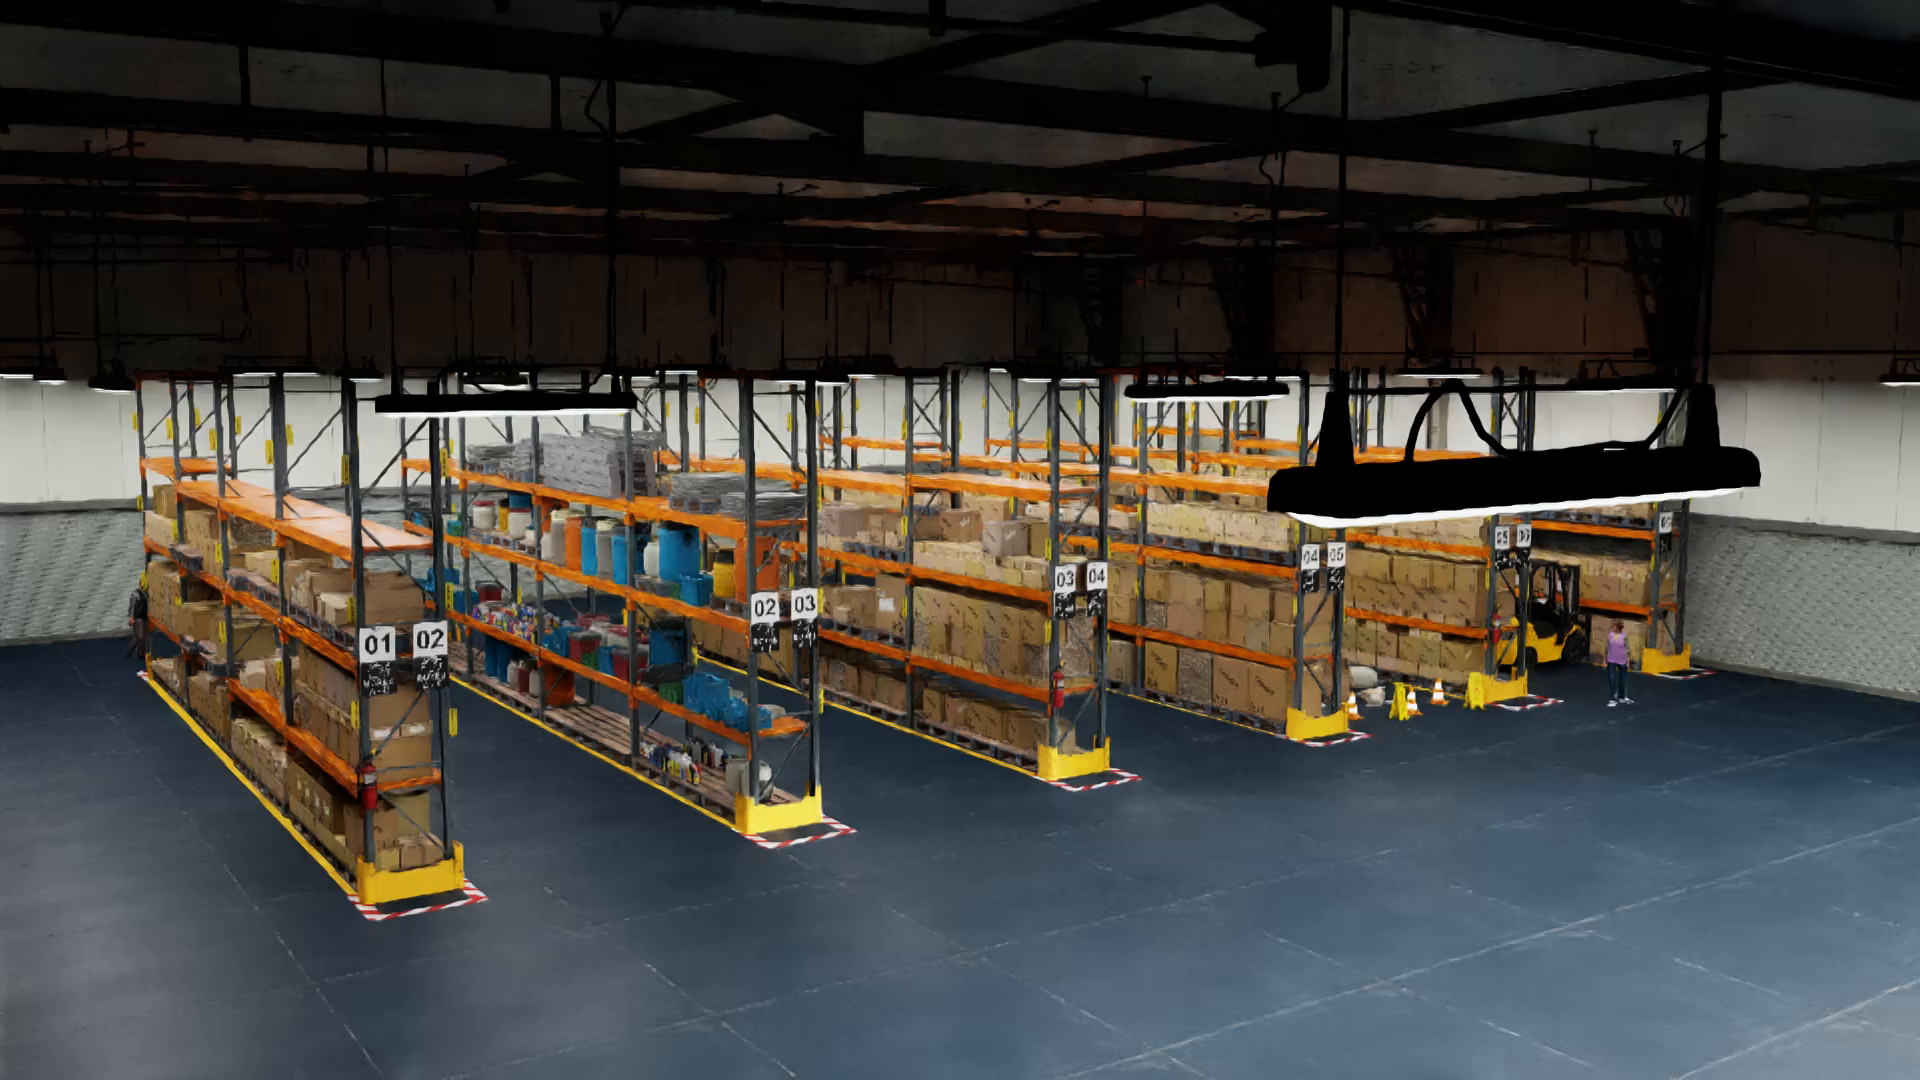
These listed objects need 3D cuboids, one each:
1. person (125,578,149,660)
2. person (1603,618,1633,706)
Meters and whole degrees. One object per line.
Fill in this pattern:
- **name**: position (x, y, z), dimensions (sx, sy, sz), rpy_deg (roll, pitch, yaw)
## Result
- **person**: position (-16.944, 1.612, 34.329), dimensions (0.523, 1.716, 0.586), rpy_deg (2, 7, 19)
- **person**: position (11.832, 2.183, 29.870), dimensions (0.513, 1.587, 0.483), rpy_deg (4, 7, 30)
